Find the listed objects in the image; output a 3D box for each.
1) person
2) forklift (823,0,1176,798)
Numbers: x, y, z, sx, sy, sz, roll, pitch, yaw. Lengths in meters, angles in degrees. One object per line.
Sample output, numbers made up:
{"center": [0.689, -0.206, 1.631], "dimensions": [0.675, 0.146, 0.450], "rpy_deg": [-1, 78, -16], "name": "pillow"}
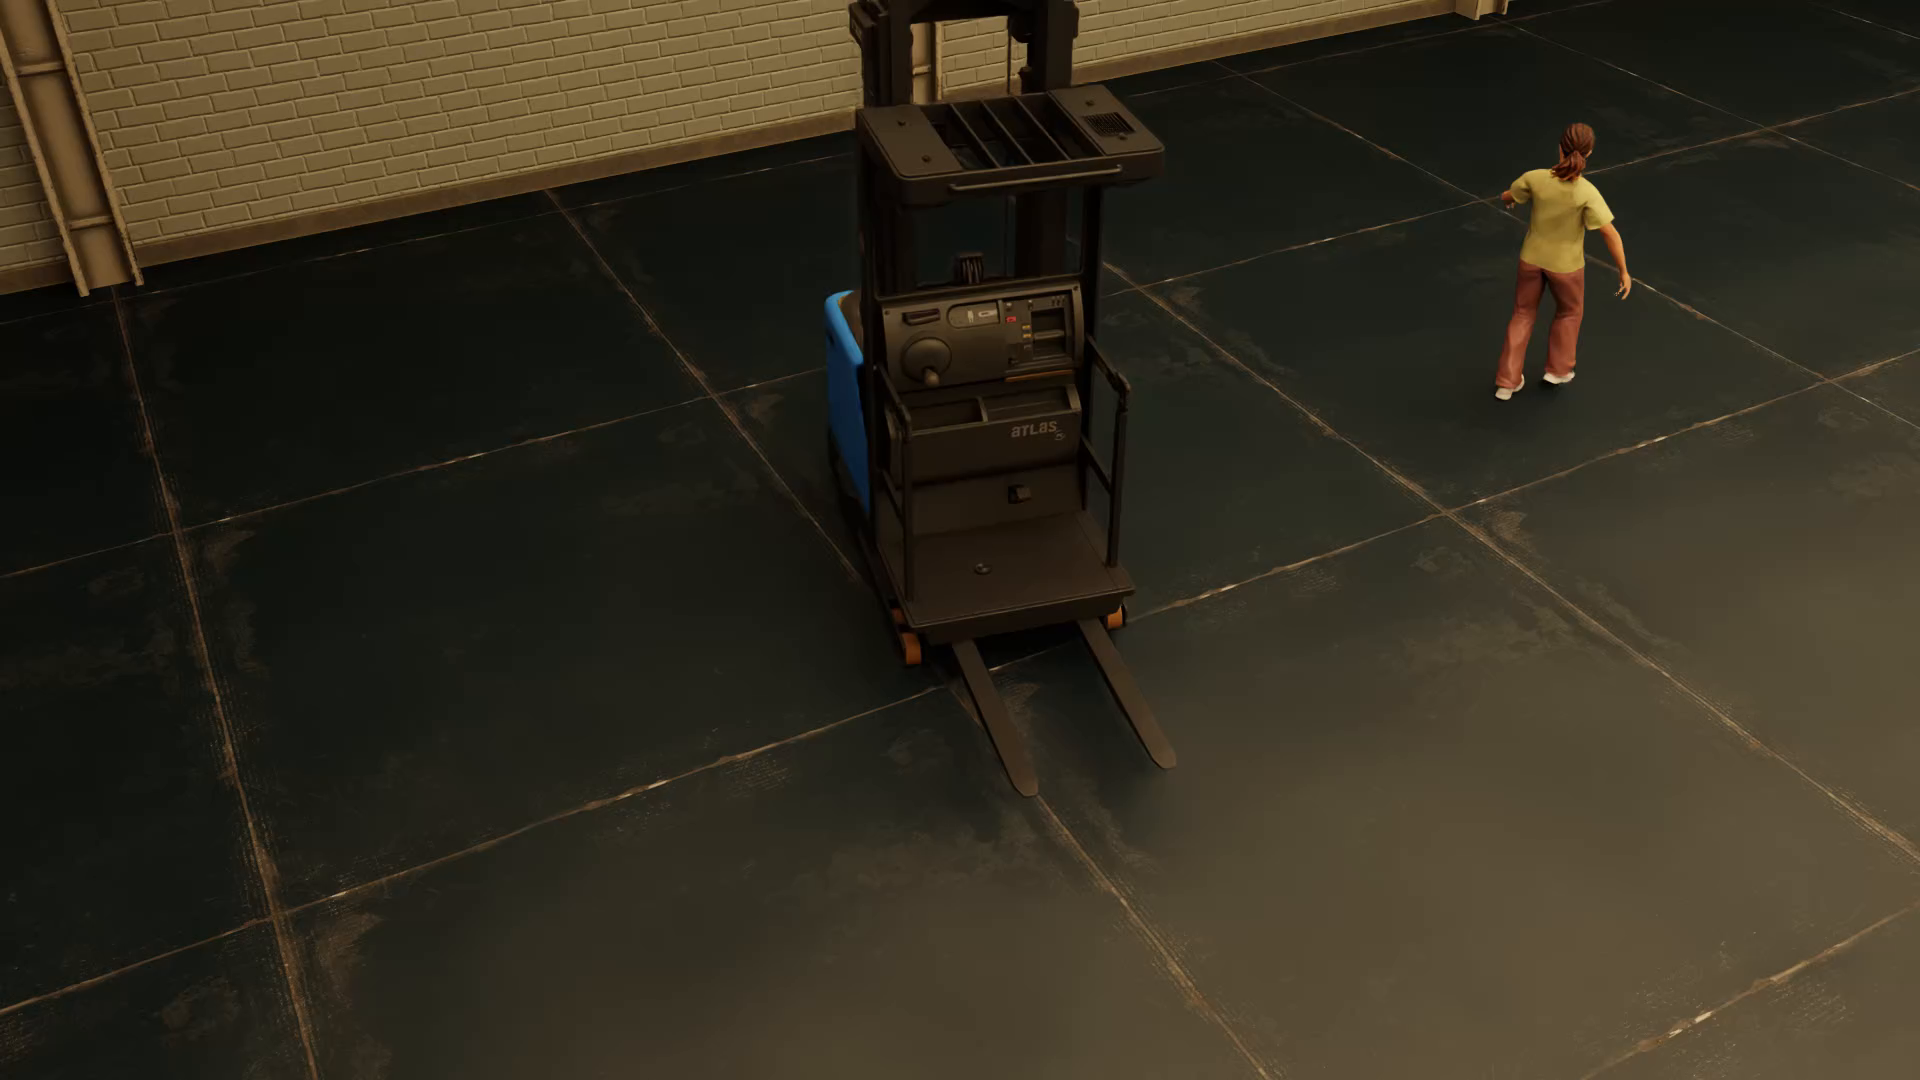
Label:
{"center": [3.438, -1.590, 9.519], "dimensions": [0.902, 1.690, 0.630], "rpy_deg": [26, 43, 31], "name": "person"}
{"center": [0.169, -0.858, 7.337], "dimensions": [1.130, 2.935, 3.031], "rpy_deg": [-9, 36, -13], "name": "forklift"}
